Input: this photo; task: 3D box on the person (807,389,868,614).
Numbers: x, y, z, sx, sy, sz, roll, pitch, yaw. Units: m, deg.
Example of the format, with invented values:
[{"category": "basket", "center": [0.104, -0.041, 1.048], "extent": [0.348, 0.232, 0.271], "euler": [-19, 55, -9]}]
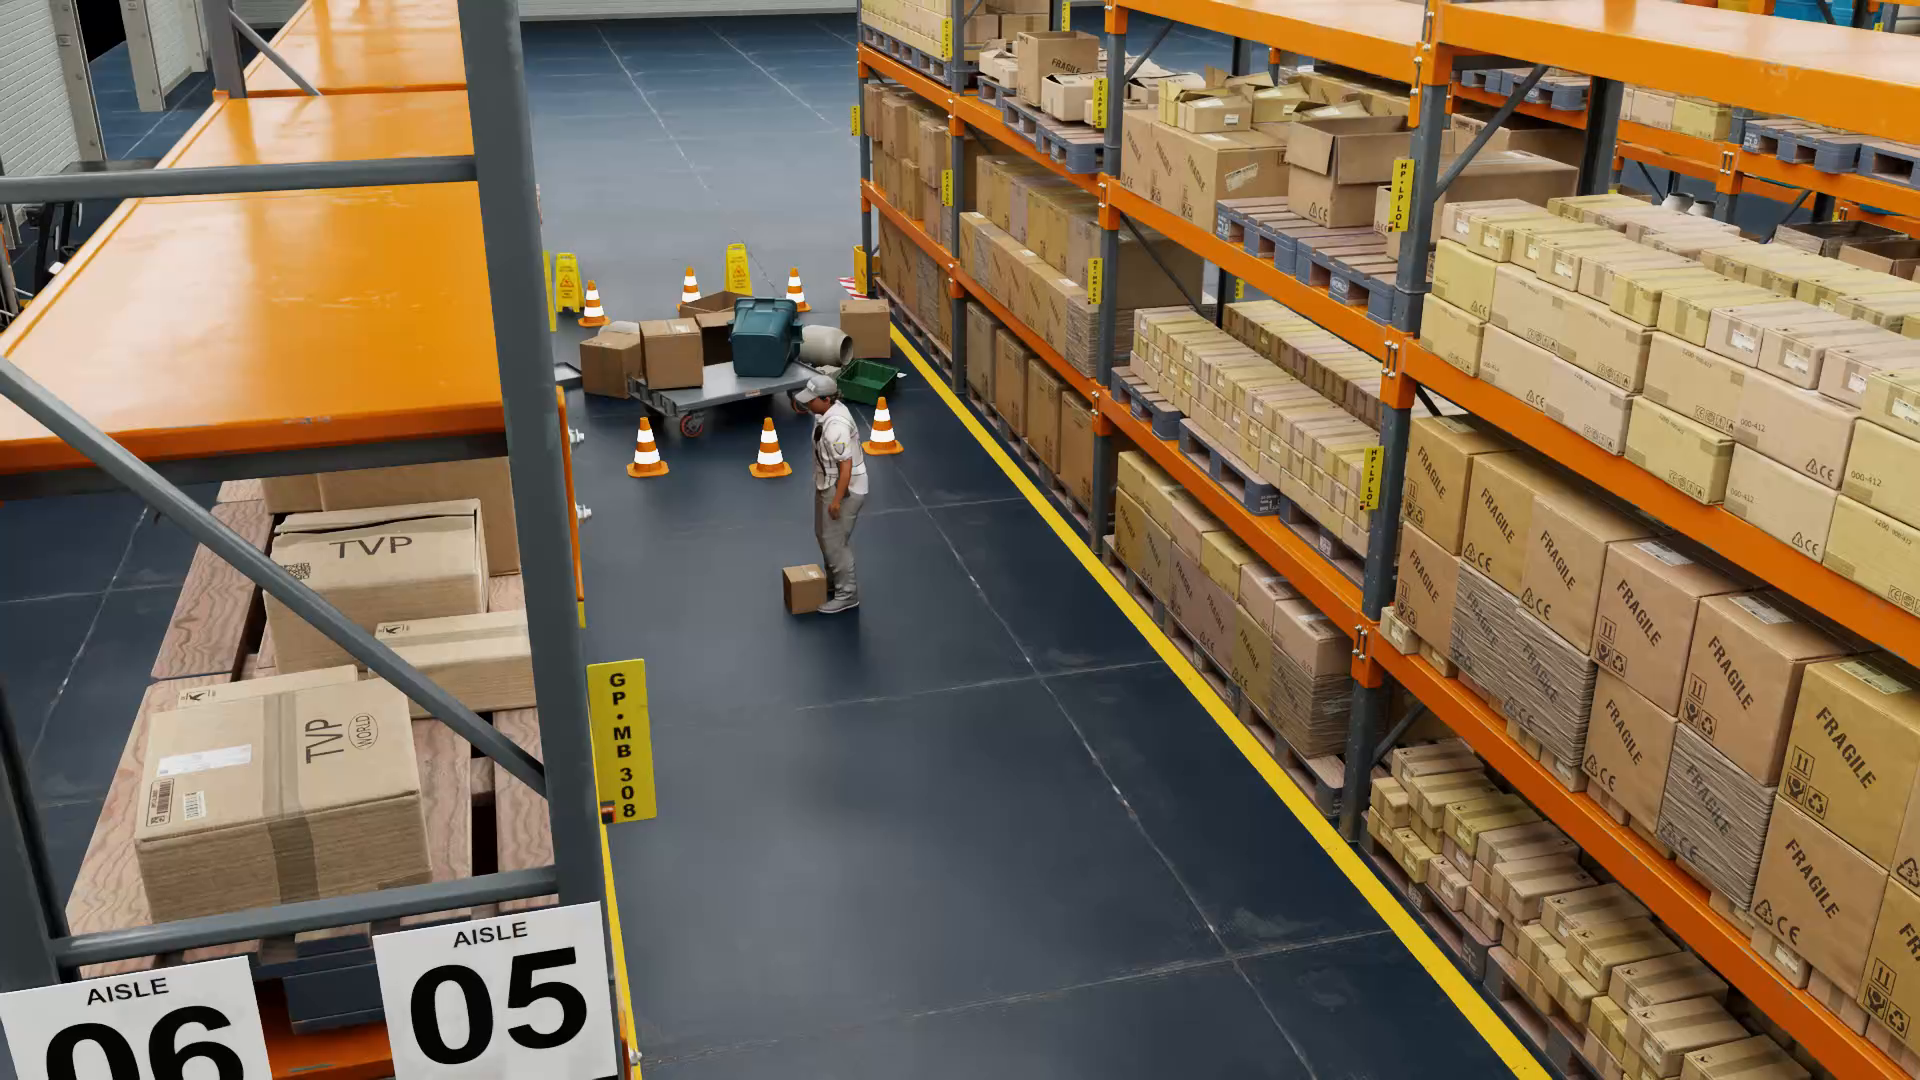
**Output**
[{"category": "person", "center": [1.430, -10.766, 30.320], "extent": [16.101, 6.001, 40.828], "euler": [-6, 24, -14]}]
